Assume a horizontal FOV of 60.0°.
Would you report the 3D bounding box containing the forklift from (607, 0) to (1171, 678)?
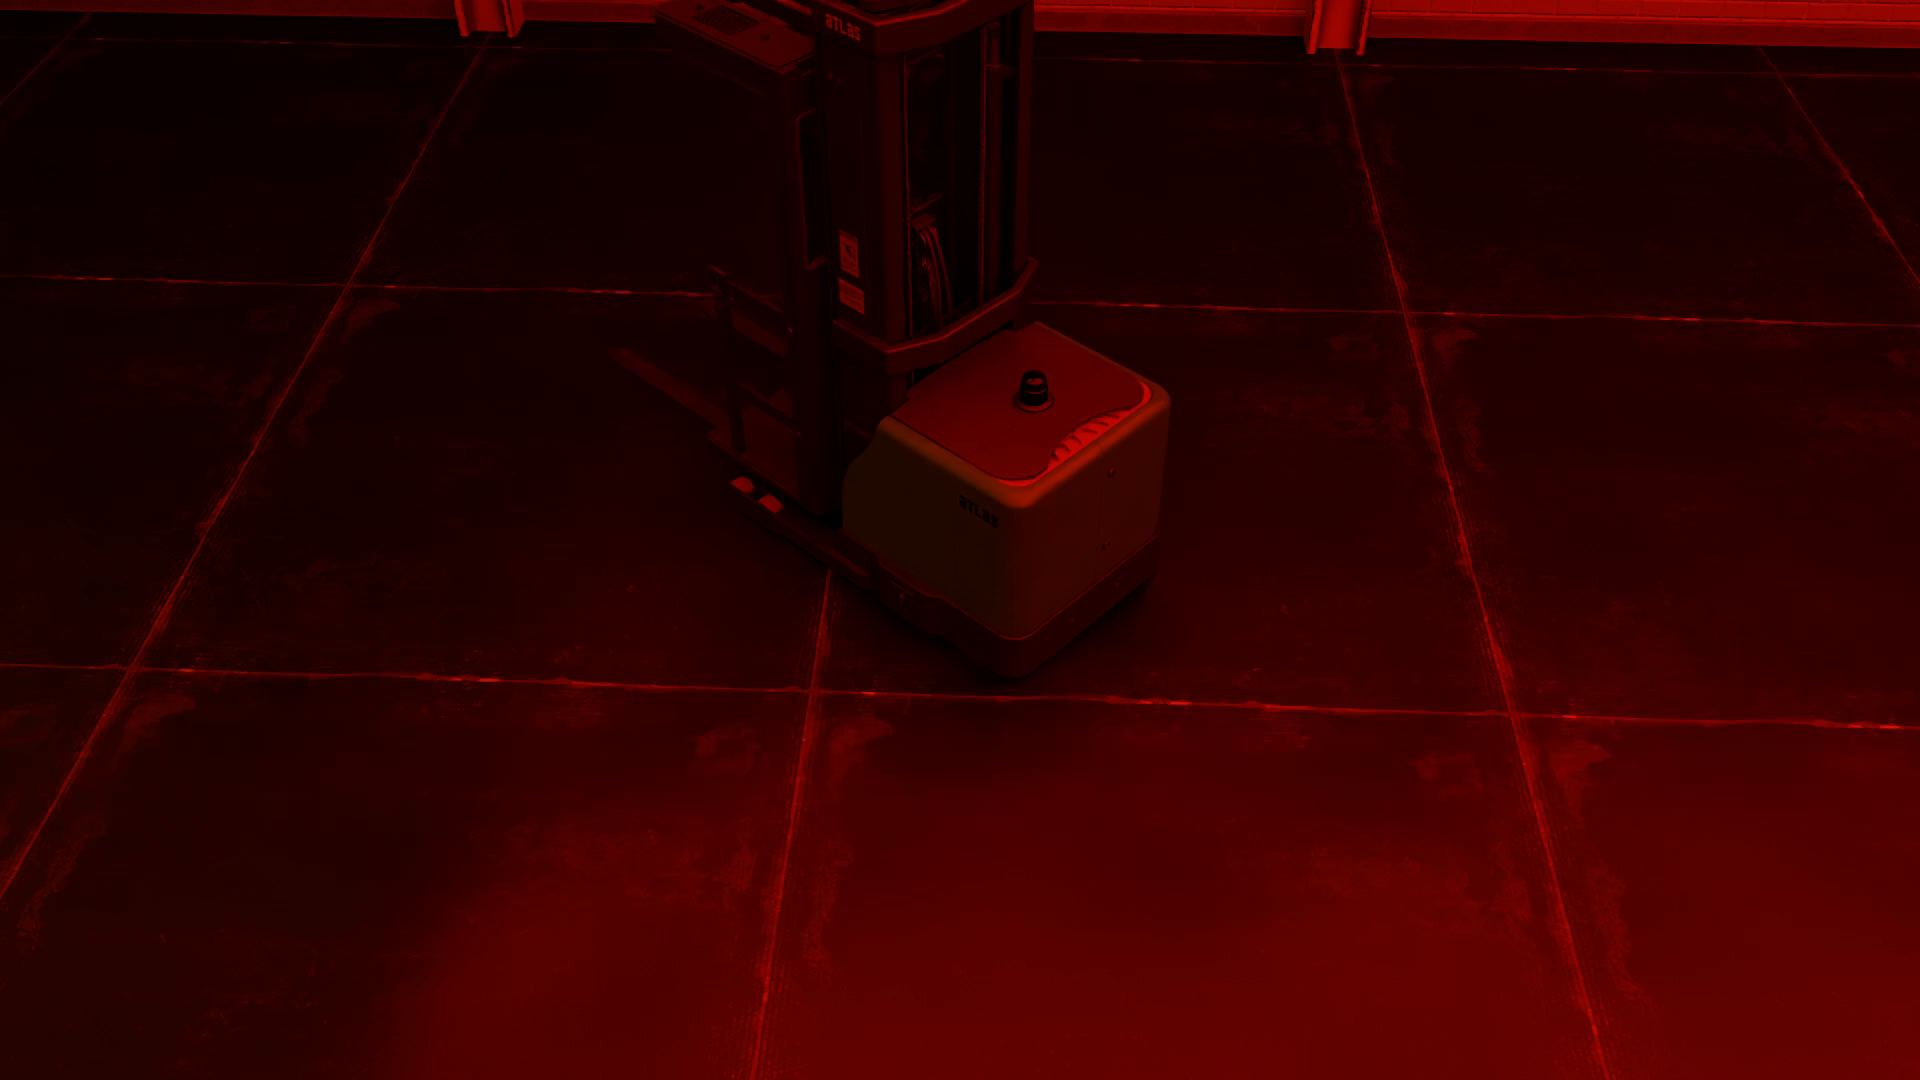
[{"bbox_3d":[-0.509,-1.362,7.234,3.031,2.935,1.130,32,51,30],"label":"forklift"}]
